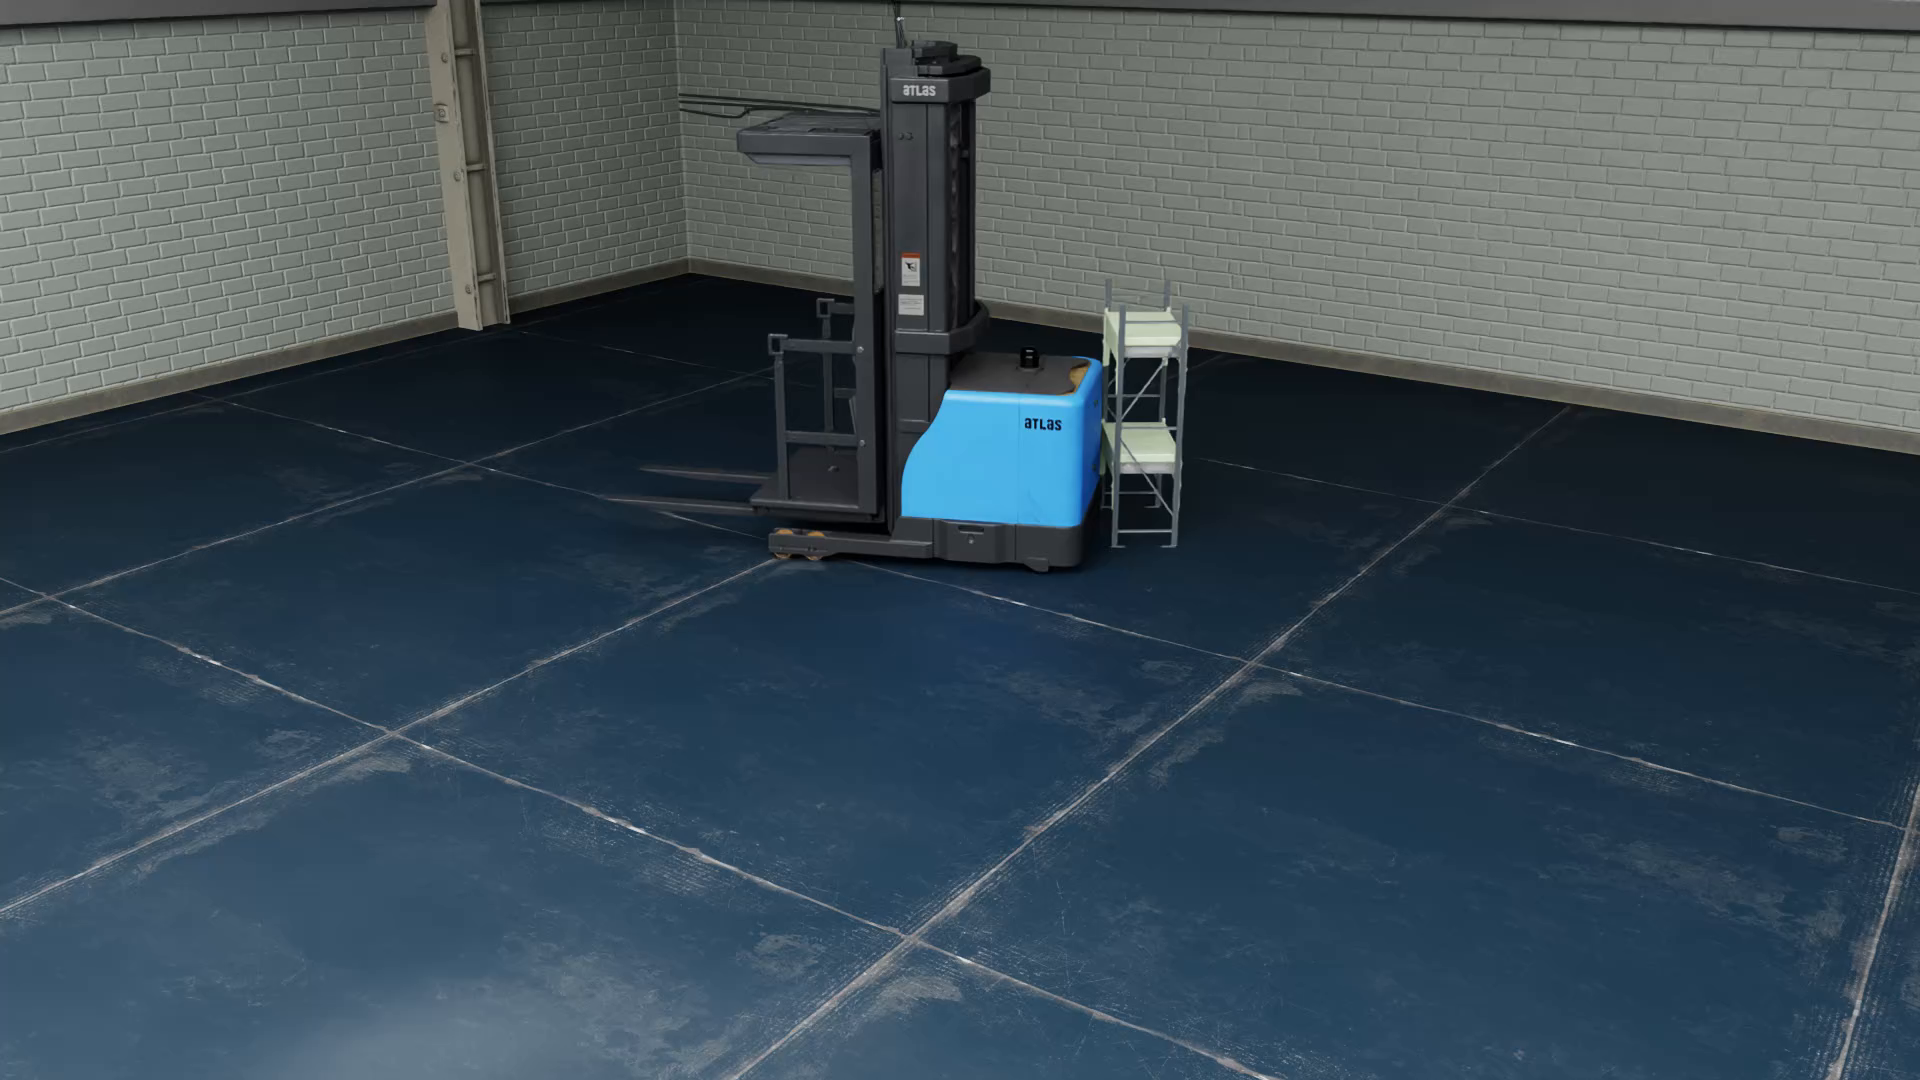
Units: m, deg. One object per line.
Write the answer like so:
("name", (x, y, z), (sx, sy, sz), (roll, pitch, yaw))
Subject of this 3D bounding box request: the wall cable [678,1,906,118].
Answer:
("wall cable", (-1.772, -5.398, 16.362), (3.097, 2.526, 0.112), (13, 24, 32))

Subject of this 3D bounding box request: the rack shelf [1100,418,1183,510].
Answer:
("rack shelf", (1.114, -0.481, 10.342), (0.431, 0.370, 0.720), (0, 20, -1))

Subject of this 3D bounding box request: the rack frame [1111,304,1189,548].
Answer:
("rack frame", (1.124, -0.660, 9.886), (0.400, 1.500, 0.023), (0, 20, -1))

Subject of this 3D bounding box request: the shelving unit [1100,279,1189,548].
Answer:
("shelving unit", (1.115, -0.787, 10.229), (0.431, 1.500, 0.755), (0, 20, -1))

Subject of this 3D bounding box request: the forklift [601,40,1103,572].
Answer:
("forklift", (-0.682, -1.429, 9.905), (3.031, 2.935, 1.130), (4, 21, 11))

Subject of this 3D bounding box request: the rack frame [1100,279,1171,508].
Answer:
("rack frame", (1.105, -0.914, 10.573), (0.400, 1.500, 0.023), (0, 20, -1))

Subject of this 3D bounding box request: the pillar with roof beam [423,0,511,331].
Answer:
("pillar with roof beam", (-0.962, -5.427, 11.966), (9.100, 9.000, 0.400), (13, 24, 32))

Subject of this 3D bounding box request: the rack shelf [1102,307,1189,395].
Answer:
("rack shelf", (1.115, -1.153, 10.094), (0.431, 0.370, 0.720), (0, 20, -1))
